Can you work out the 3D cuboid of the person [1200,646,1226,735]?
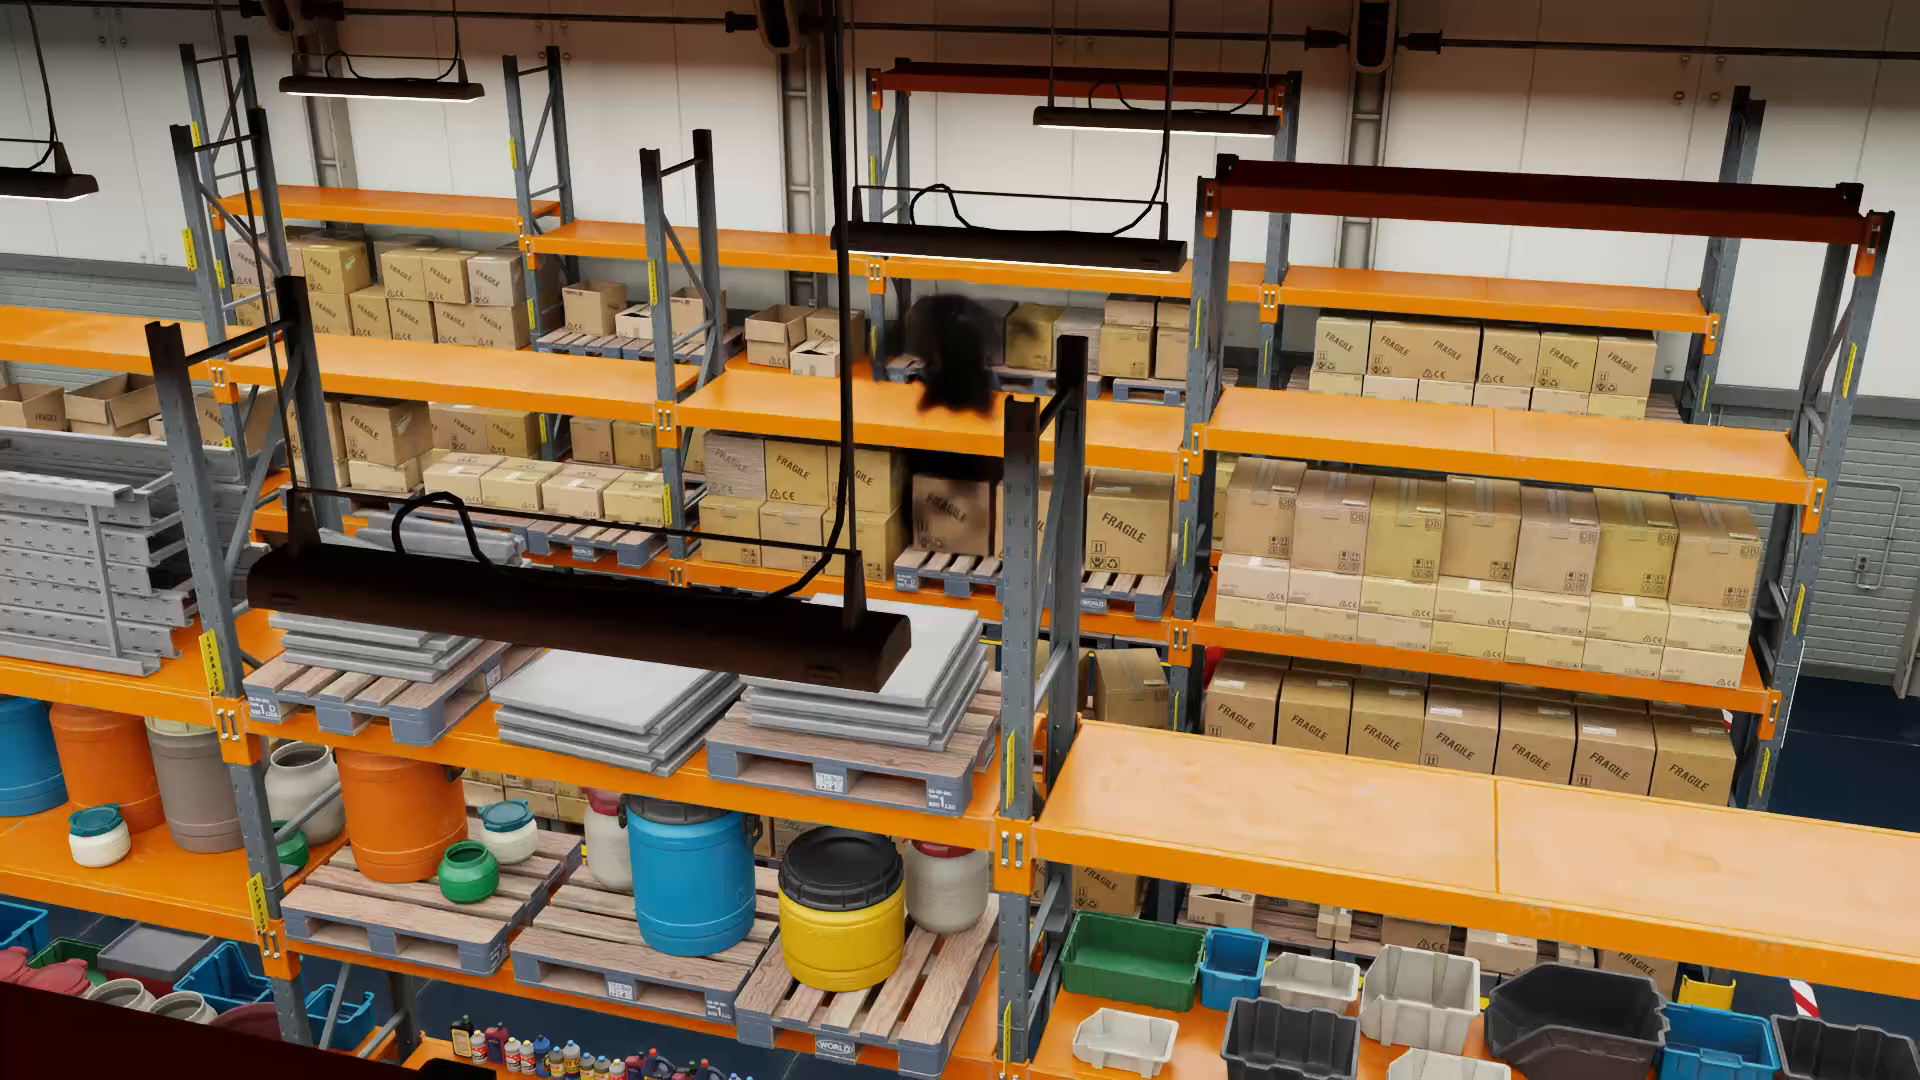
[{"bbox_3d":[2.330,1.471,15.026,0.854,1.790,0.622,8,24,18],"label":"person"}]
